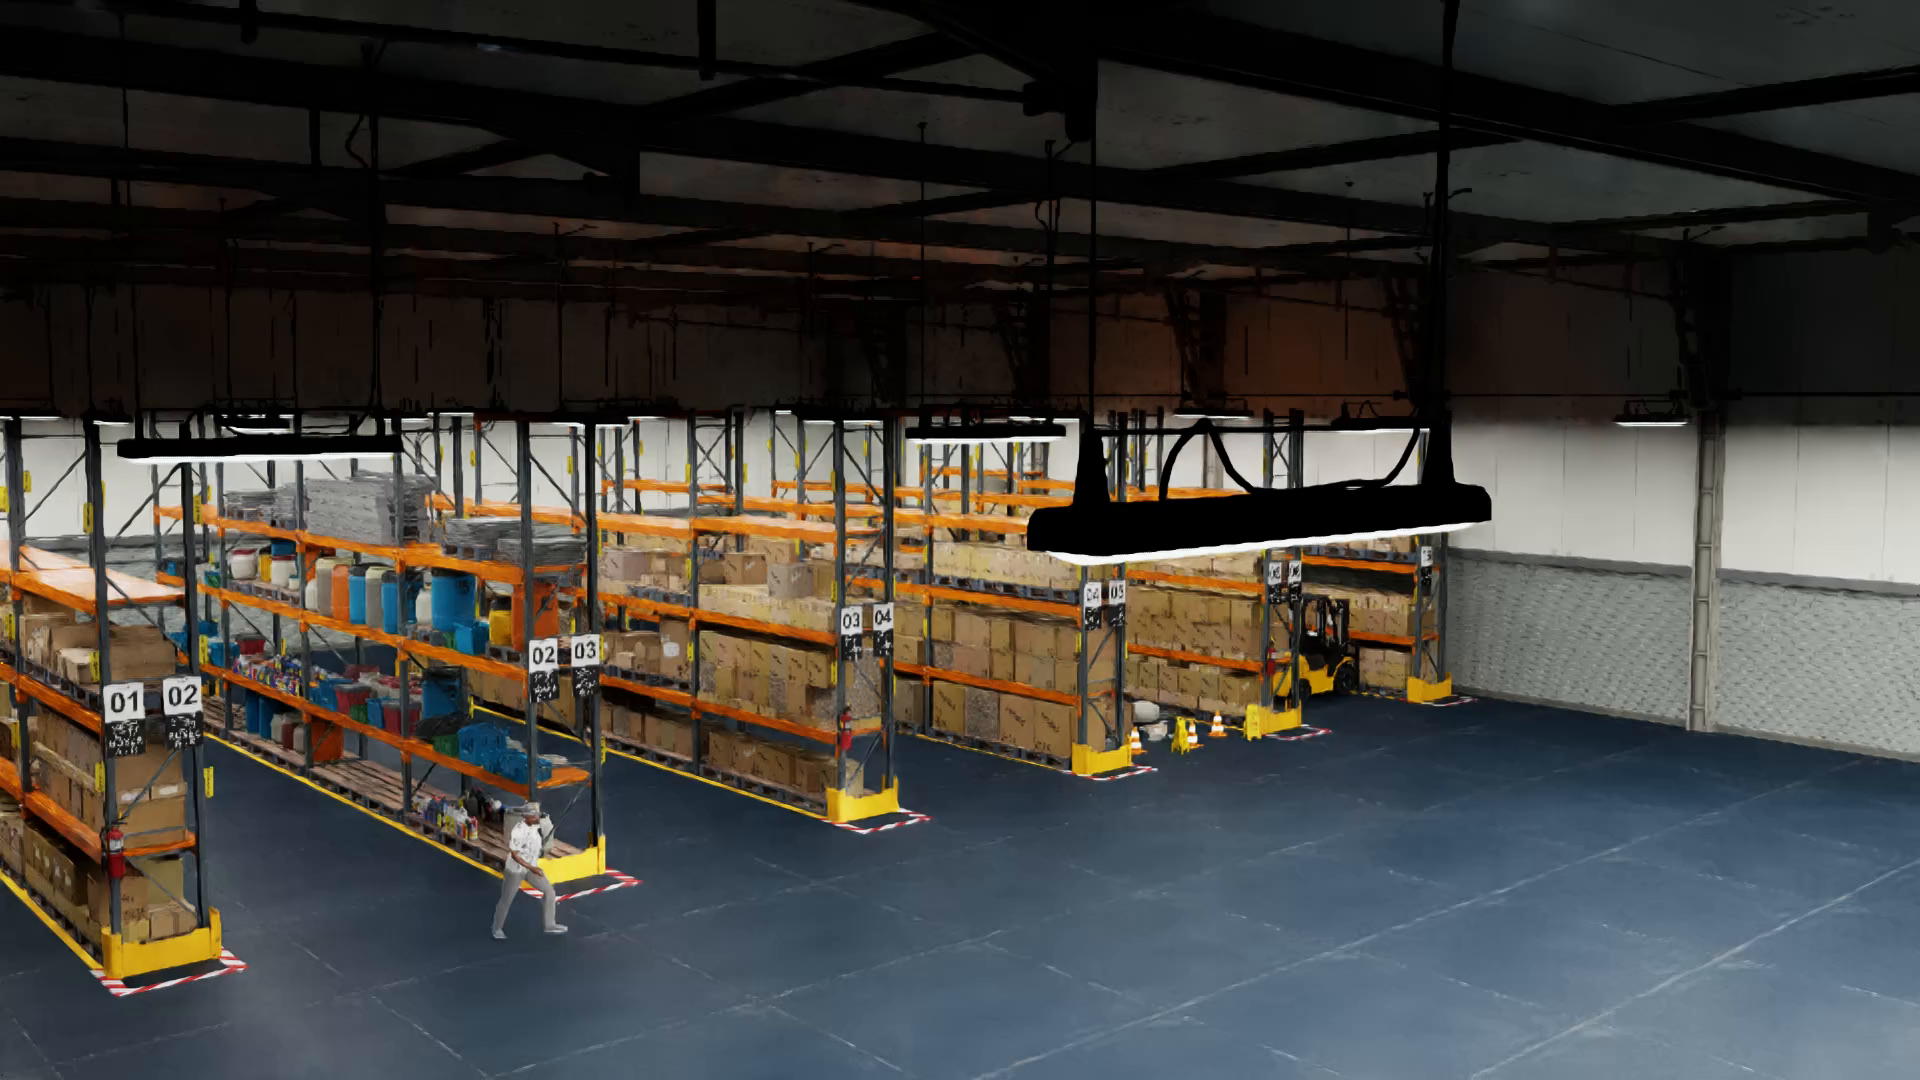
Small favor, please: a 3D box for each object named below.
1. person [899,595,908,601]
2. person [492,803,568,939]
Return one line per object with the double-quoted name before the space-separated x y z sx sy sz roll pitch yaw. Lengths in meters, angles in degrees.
"person" -1.299 2.122 37.650 0.647 1.773 0.690 -2 5 -21
"person" -5.062 3.821 19.353 0.782 1.613 0.622 3 6 29
